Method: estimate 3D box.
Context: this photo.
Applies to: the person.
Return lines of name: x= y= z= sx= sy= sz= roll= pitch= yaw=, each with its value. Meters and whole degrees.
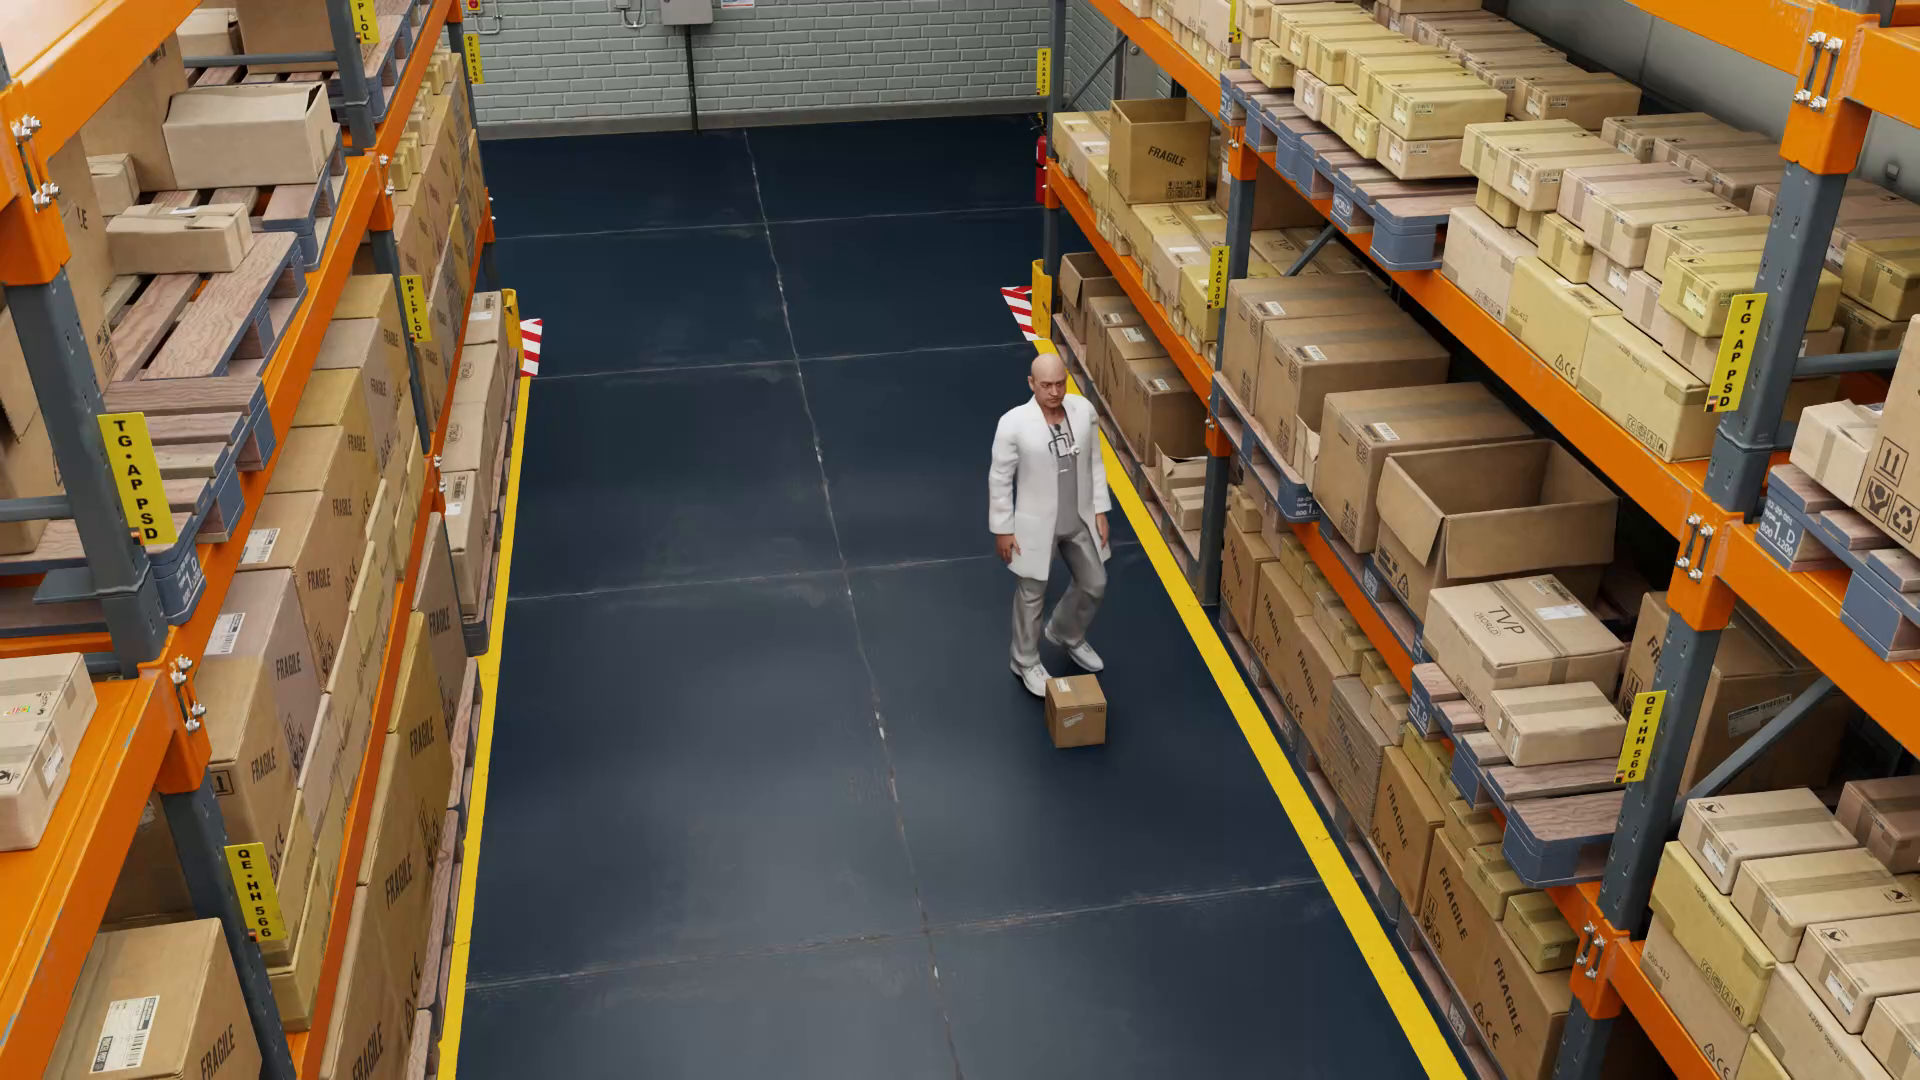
person: x=0.455 y=-0.028 z=8.281 sx=0.623 sy=1.708 sz=0.460 roll=-13 pitch=33 yaw=-20
